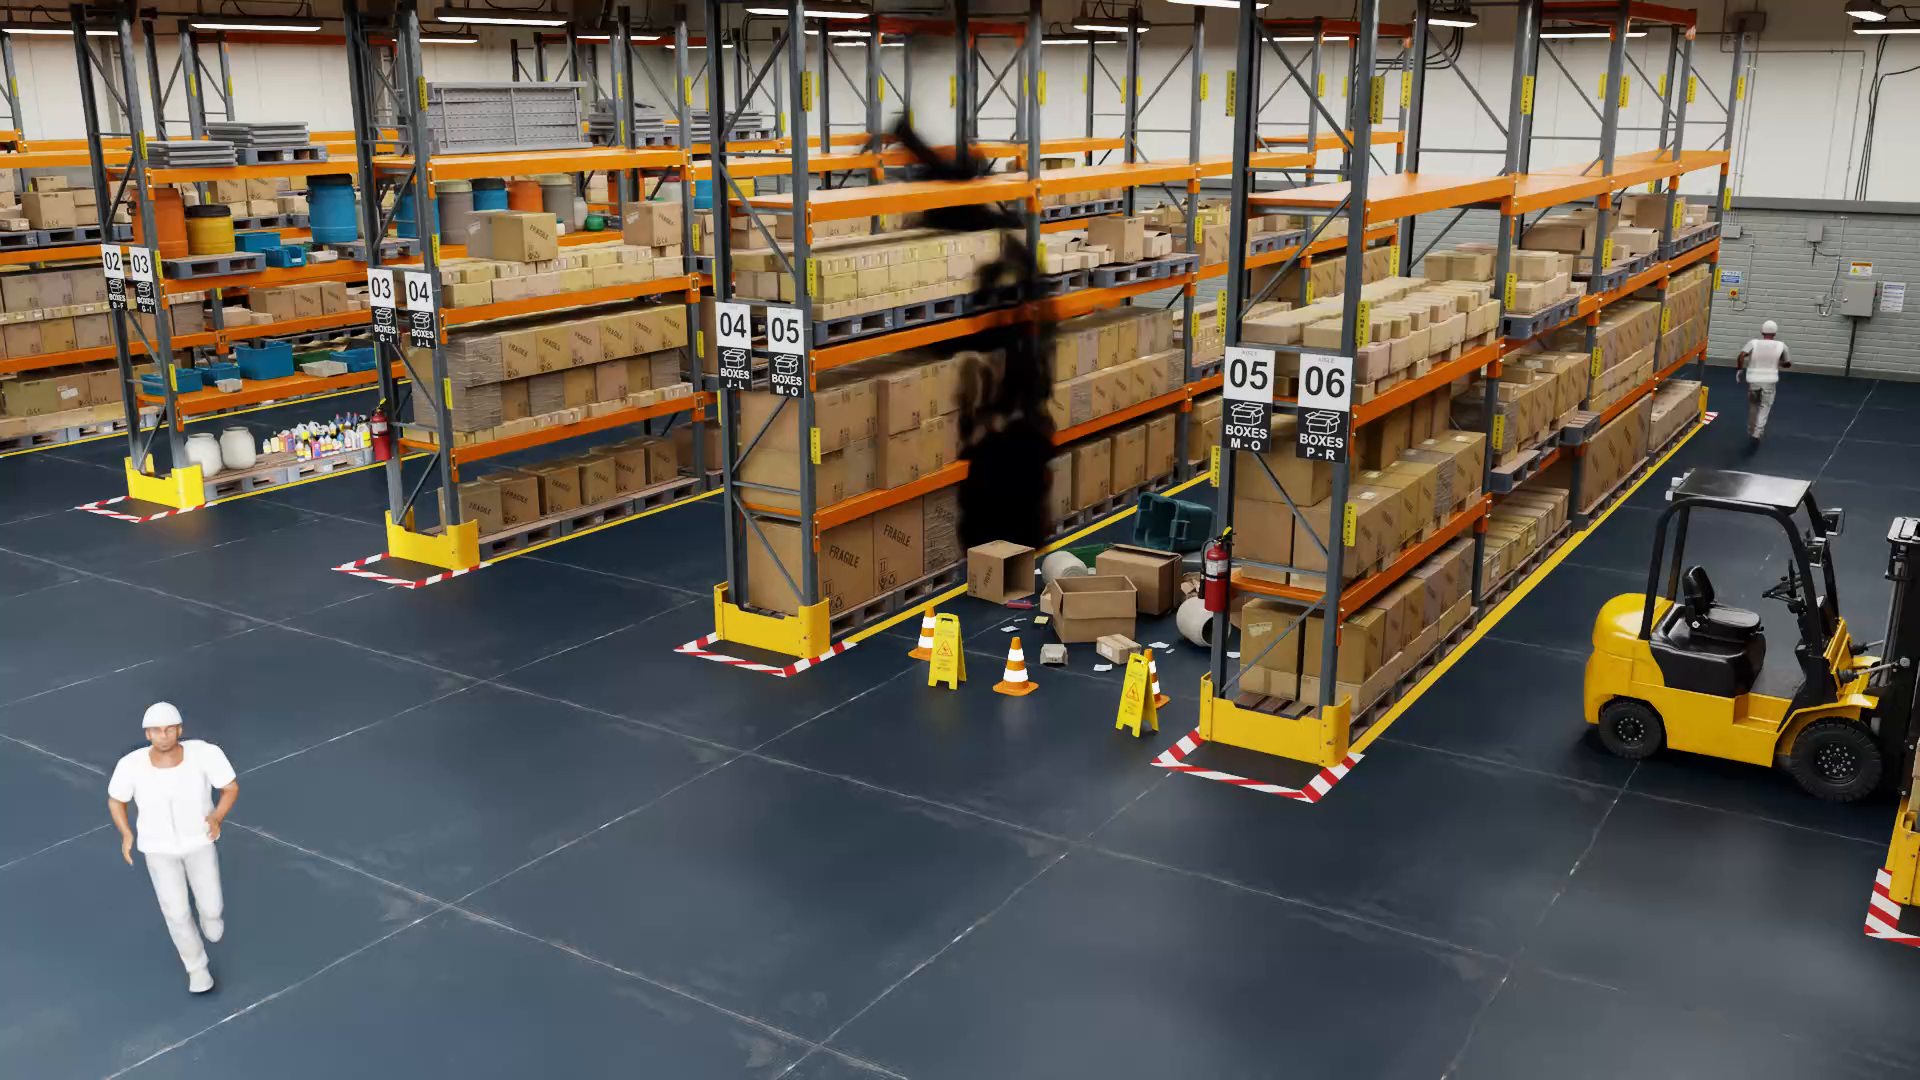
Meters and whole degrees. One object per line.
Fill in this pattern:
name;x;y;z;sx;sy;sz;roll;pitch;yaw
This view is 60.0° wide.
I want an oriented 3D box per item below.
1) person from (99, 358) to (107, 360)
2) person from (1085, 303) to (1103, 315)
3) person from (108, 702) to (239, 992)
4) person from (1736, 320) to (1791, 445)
person;-13.968;-3.094;27.034;0.654;1.737;0.710;7;17;23
person;2.213;-3.060;26.988;0.642;1.783;0.854;7;17;24
person;-4.557;1.749;9.712;0.696;1.727;0.671;-7;17;-23
person;11.506;-2.250;23.856;0.677;1.788;0.976;10;18;31
